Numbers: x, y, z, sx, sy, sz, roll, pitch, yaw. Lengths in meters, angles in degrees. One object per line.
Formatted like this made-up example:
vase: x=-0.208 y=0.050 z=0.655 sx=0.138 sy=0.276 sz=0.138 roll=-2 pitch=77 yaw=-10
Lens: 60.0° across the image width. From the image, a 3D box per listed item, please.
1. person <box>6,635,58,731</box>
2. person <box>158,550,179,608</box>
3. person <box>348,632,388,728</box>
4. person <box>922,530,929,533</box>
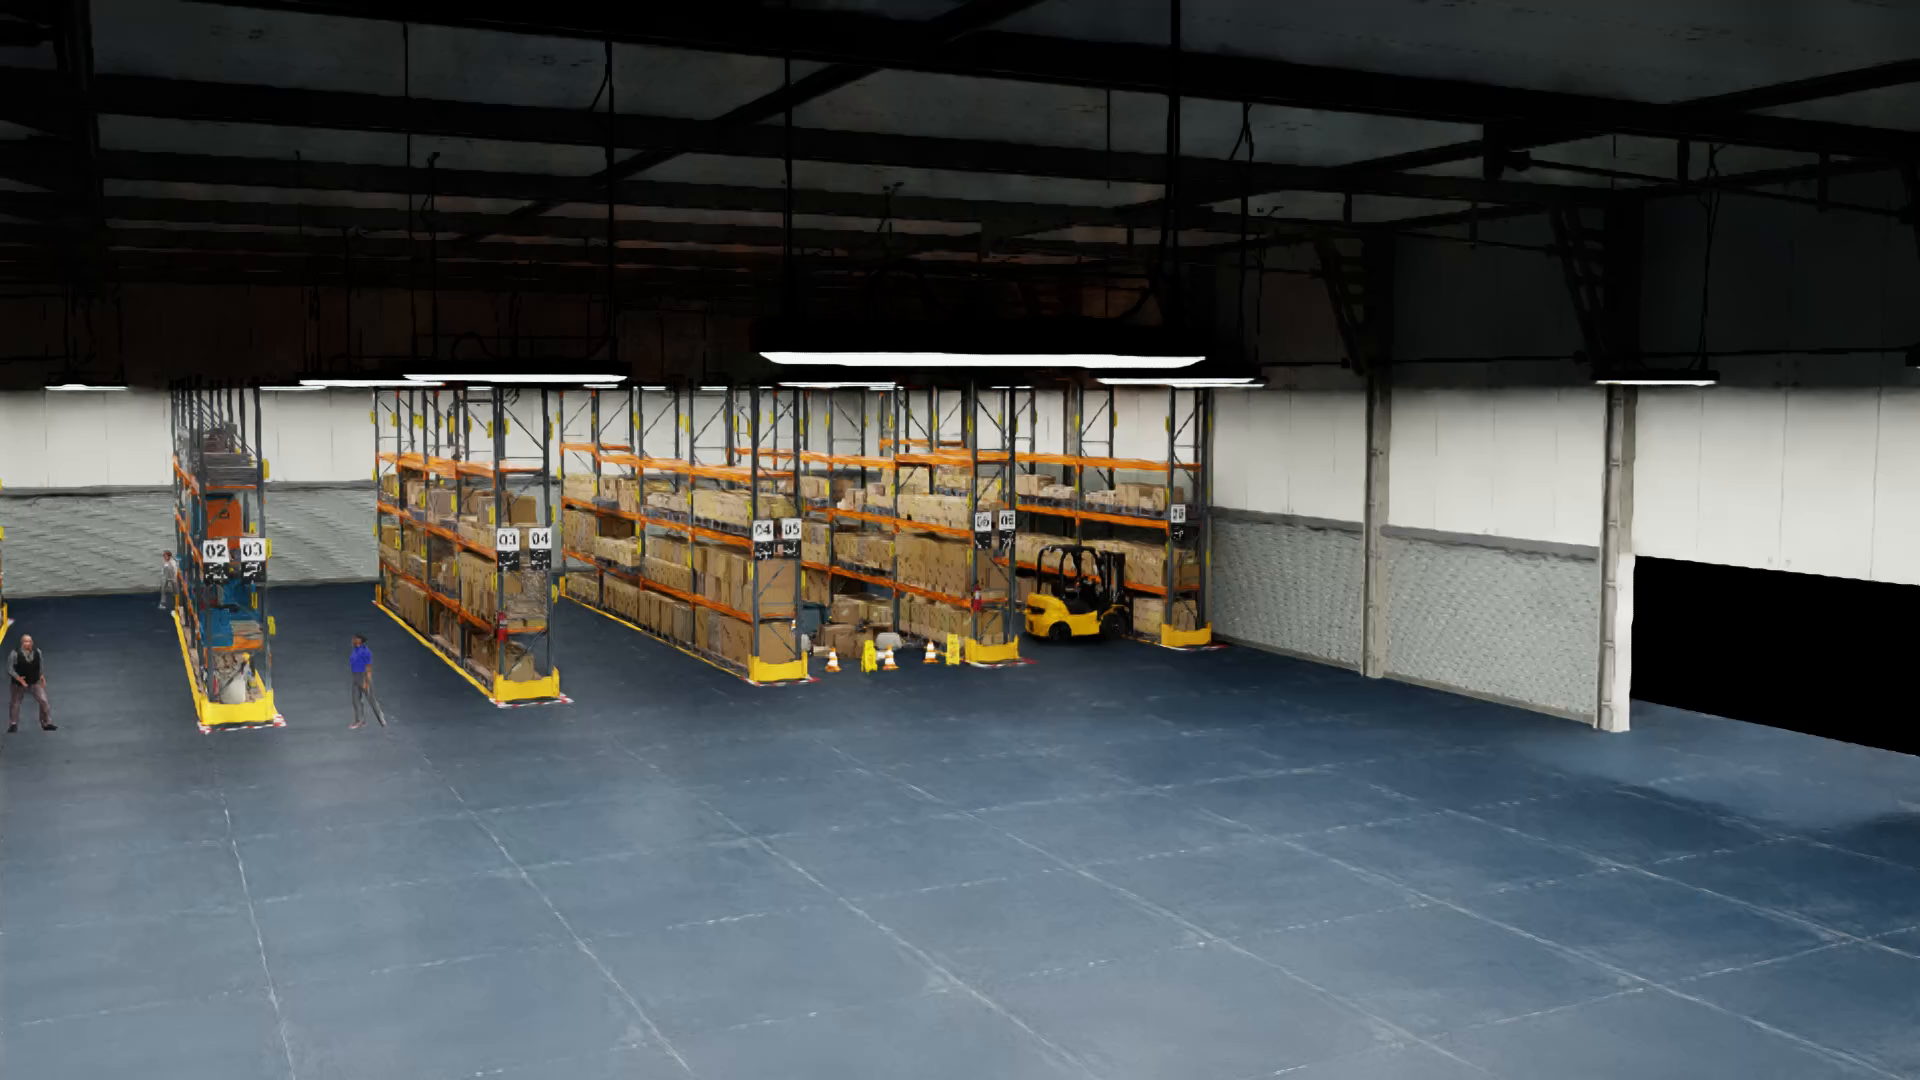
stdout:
person: x=-15.684 y=2.403 z=27.965 sx=0.810 sy=1.657 sz=0.689 roll=5 pitch=7 yaw=45
person: x=-21.017 y=1.038 z=44.241 sx=0.453 sy=1.498 sz=0.883 roll=0 pitch=5 yaw=-4
person: x=-10.119 y=2.393 z=28.361 sx=0.663 sy=1.636 sz=0.494 roll=3 pitch=6 yaw=33
person: x=-0.941 y=0.513 z=45.611 sx=0.595 sy=1.718 sz=0.669 roll=0 pitch=5 yaw=-4
